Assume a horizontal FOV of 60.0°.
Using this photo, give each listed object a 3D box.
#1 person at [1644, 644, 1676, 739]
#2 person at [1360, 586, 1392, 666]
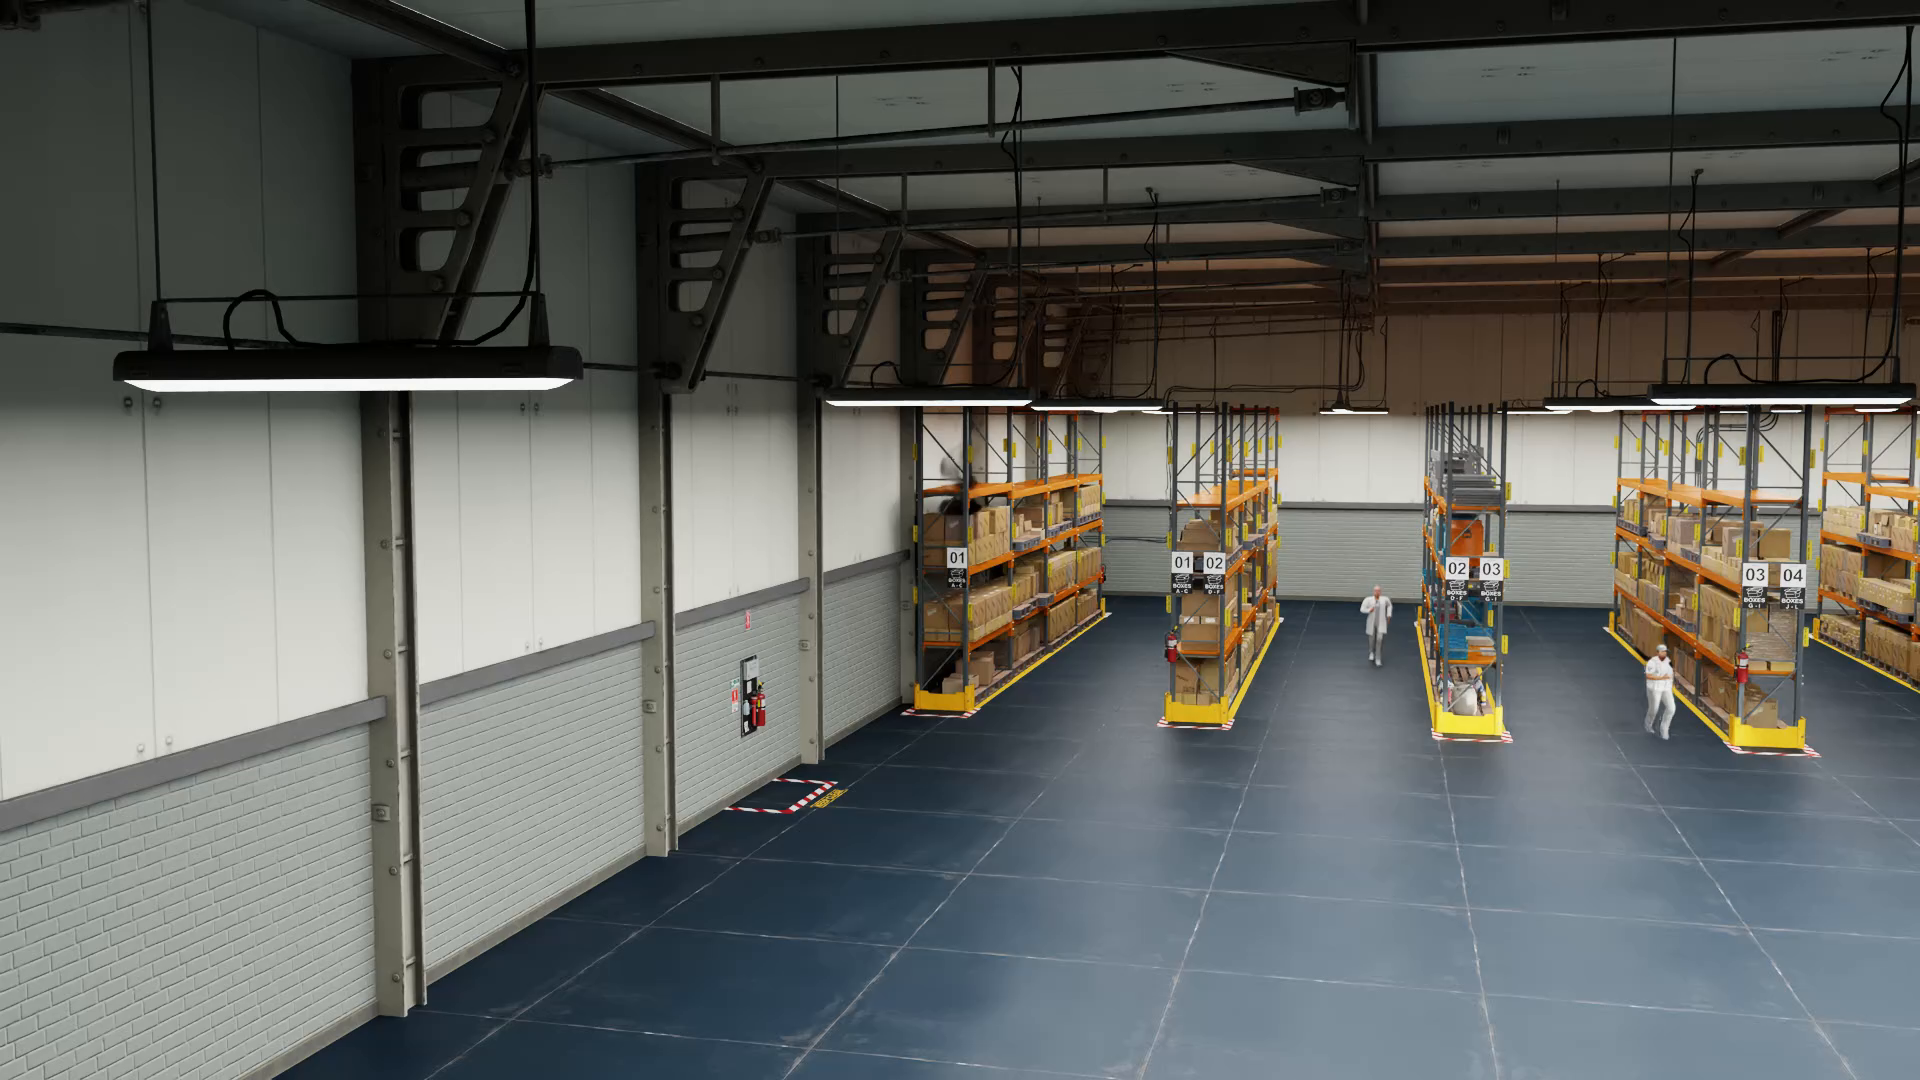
[{"bbox_3d":[12.507,2.723,29.776,0.621,1.742,0.767,-1,4,-9],"label":"person"},{"bbox_3d":[9.644,1.961,38.568,0.708,1.796,1.009,1,4,13],"label":"person"}]
